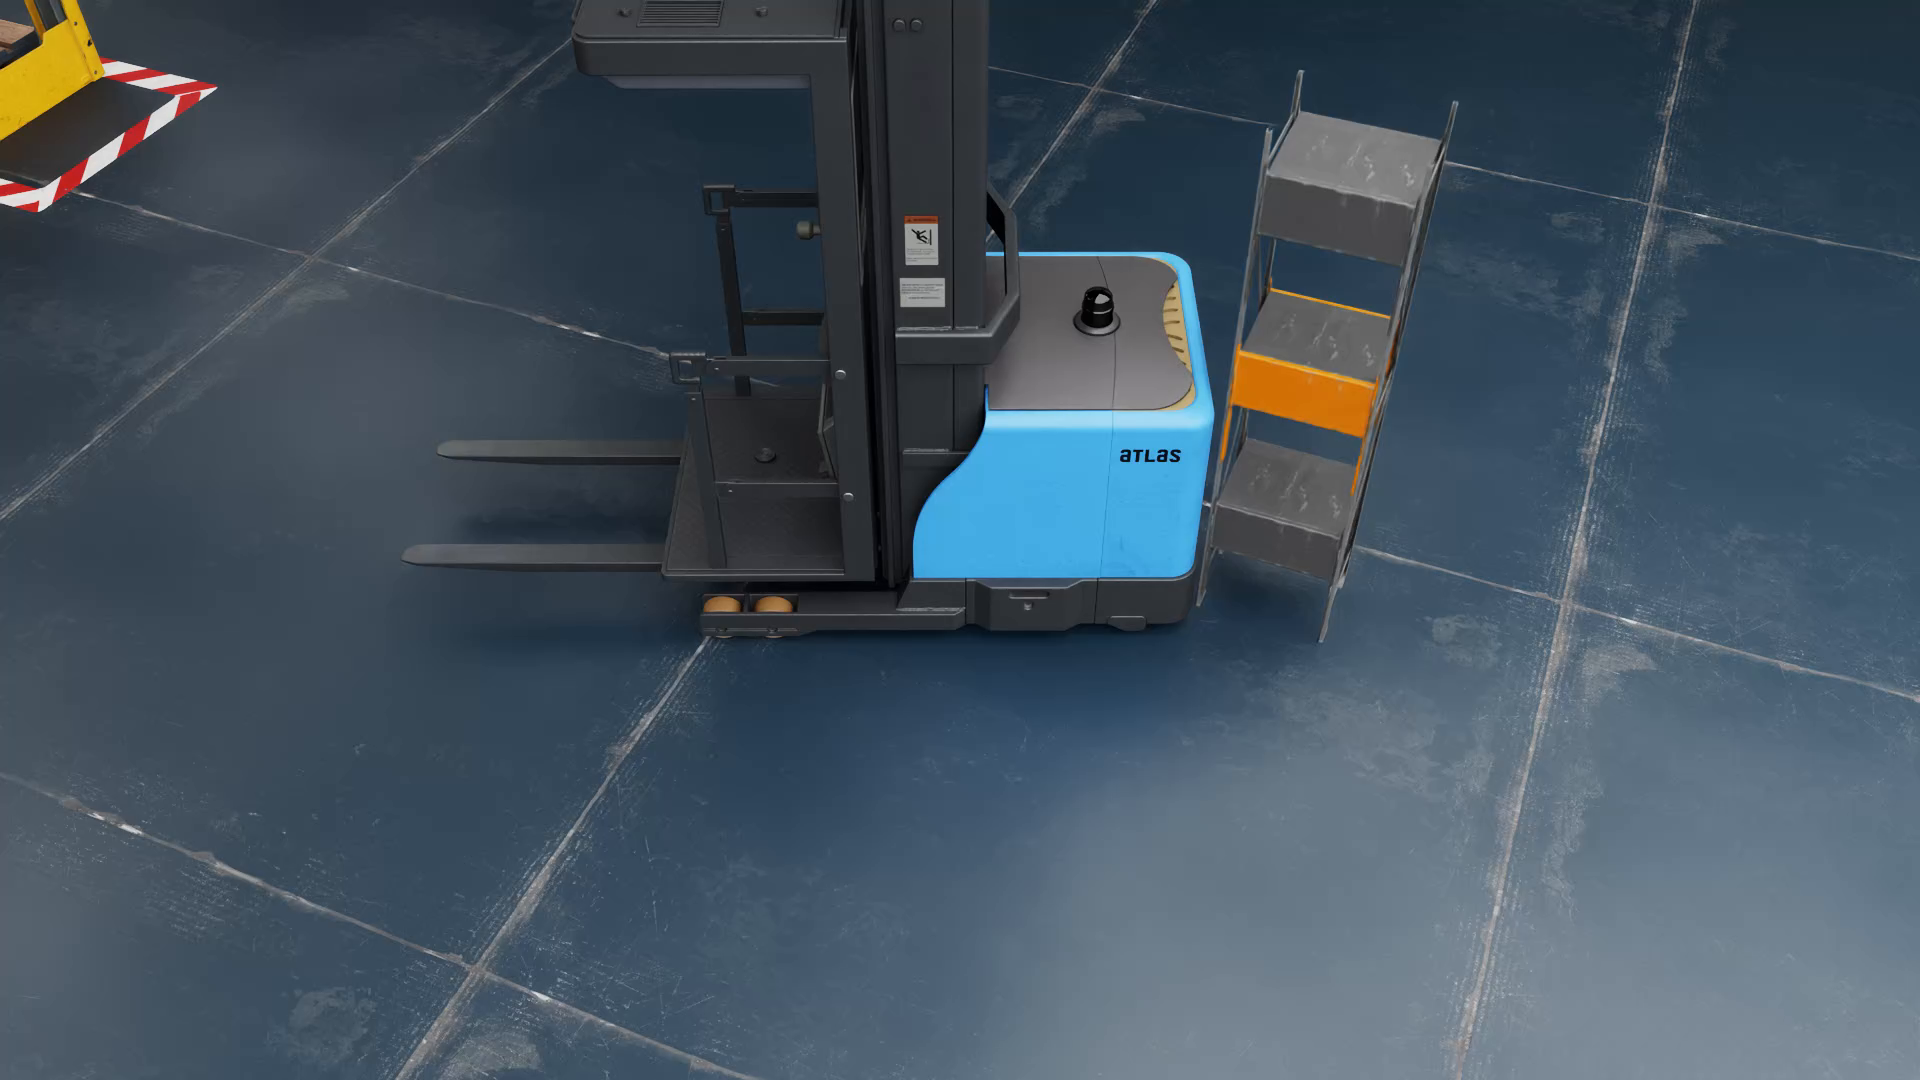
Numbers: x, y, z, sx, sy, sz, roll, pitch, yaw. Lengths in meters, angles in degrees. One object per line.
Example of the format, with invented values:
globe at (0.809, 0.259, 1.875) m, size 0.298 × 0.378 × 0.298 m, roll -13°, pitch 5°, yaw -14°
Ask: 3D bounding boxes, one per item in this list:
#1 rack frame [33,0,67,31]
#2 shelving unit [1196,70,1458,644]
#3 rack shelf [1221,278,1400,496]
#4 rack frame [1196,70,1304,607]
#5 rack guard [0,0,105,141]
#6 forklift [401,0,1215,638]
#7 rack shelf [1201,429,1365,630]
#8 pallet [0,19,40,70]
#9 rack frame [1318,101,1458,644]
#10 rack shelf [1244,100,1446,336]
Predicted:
rack frame at (-5.127, -3.364, 8.004) m, size 0.127 × 3.000 × 1.000 m, roll 16°, pitch 47°, yaw 16°
shelving unit at (1.229, -0.547, 5.811) m, size 0.503 × 2.100 × 0.431 m, roll 16°, pitch 47°, yaw 16°
rack shelf at (1.229, -0.537, 5.820) m, size 0.480 × 0.518 × 0.431 m, roll 16°, pitch 47°, yaw 16°
rack frame at (1.004, -0.613, 5.878) m, size 0.015 × 2.100 × 0.400 m, roll 16°, pitch 47°, yaw 16°
rack guard at (-5.197, -2.499, 8.907) m, size 0.348 × 0.500 × 1.175 m, roll 16°, pitch 47°, yaw 16°
forklift at (-0.625, -1.039, 5.716) m, size 3.031 × 2.935 × 1.130 m, roll 0°, pitch 45°, yaw 0°
rack shelf at (1.229, -0.041, 6.314) m, size 0.480 × 0.518 × 0.431 m, roll 16°, pitch 47°, yaw 16°
pallet at (-5.933, -2.640, 9.254) m, size 1.213 × 0.211 × 1.003 m, roll 16°, pitch 47°, yaw 16°
rack frame at (1.454, -0.480, 5.744) m, size 0.015 × 2.100 × 0.400 m, roll 16°, pitch 47°, yaw 16°
rack shelf at (1.230, -1.033, 5.327) m, size 0.480 × 0.518 × 0.431 m, roll 16°, pitch 47°, yaw 16°
